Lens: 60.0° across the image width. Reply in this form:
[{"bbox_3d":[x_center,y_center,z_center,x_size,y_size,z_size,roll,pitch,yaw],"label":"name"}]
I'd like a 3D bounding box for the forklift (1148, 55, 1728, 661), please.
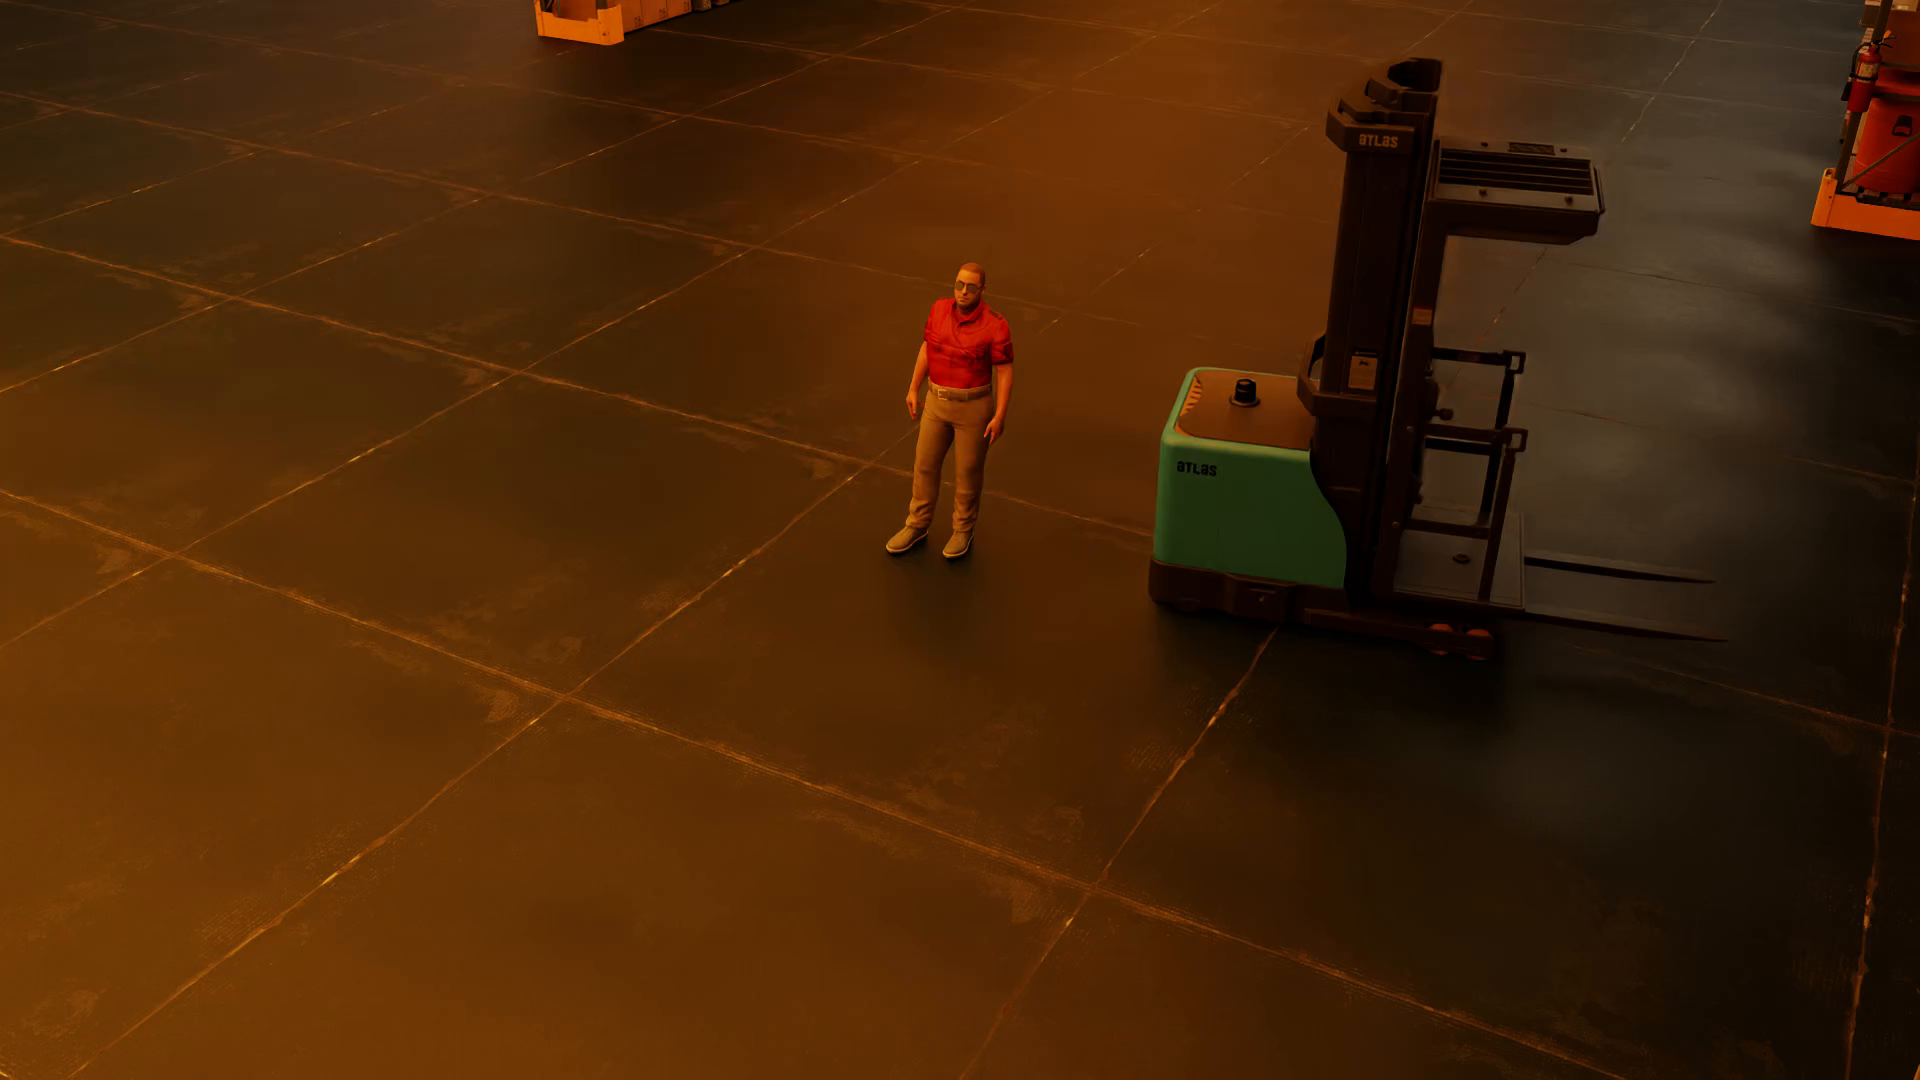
[{"bbox_3d":[2.633,-0.921,8.667,3.031,2.935,1.130,8,31,14],"label":"forklift"}]

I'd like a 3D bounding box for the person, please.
[{"bbox_3d":[-0.053,-0.719,9.503,0.641,1.727,0.550,15,33,25],"label":"person"}]
